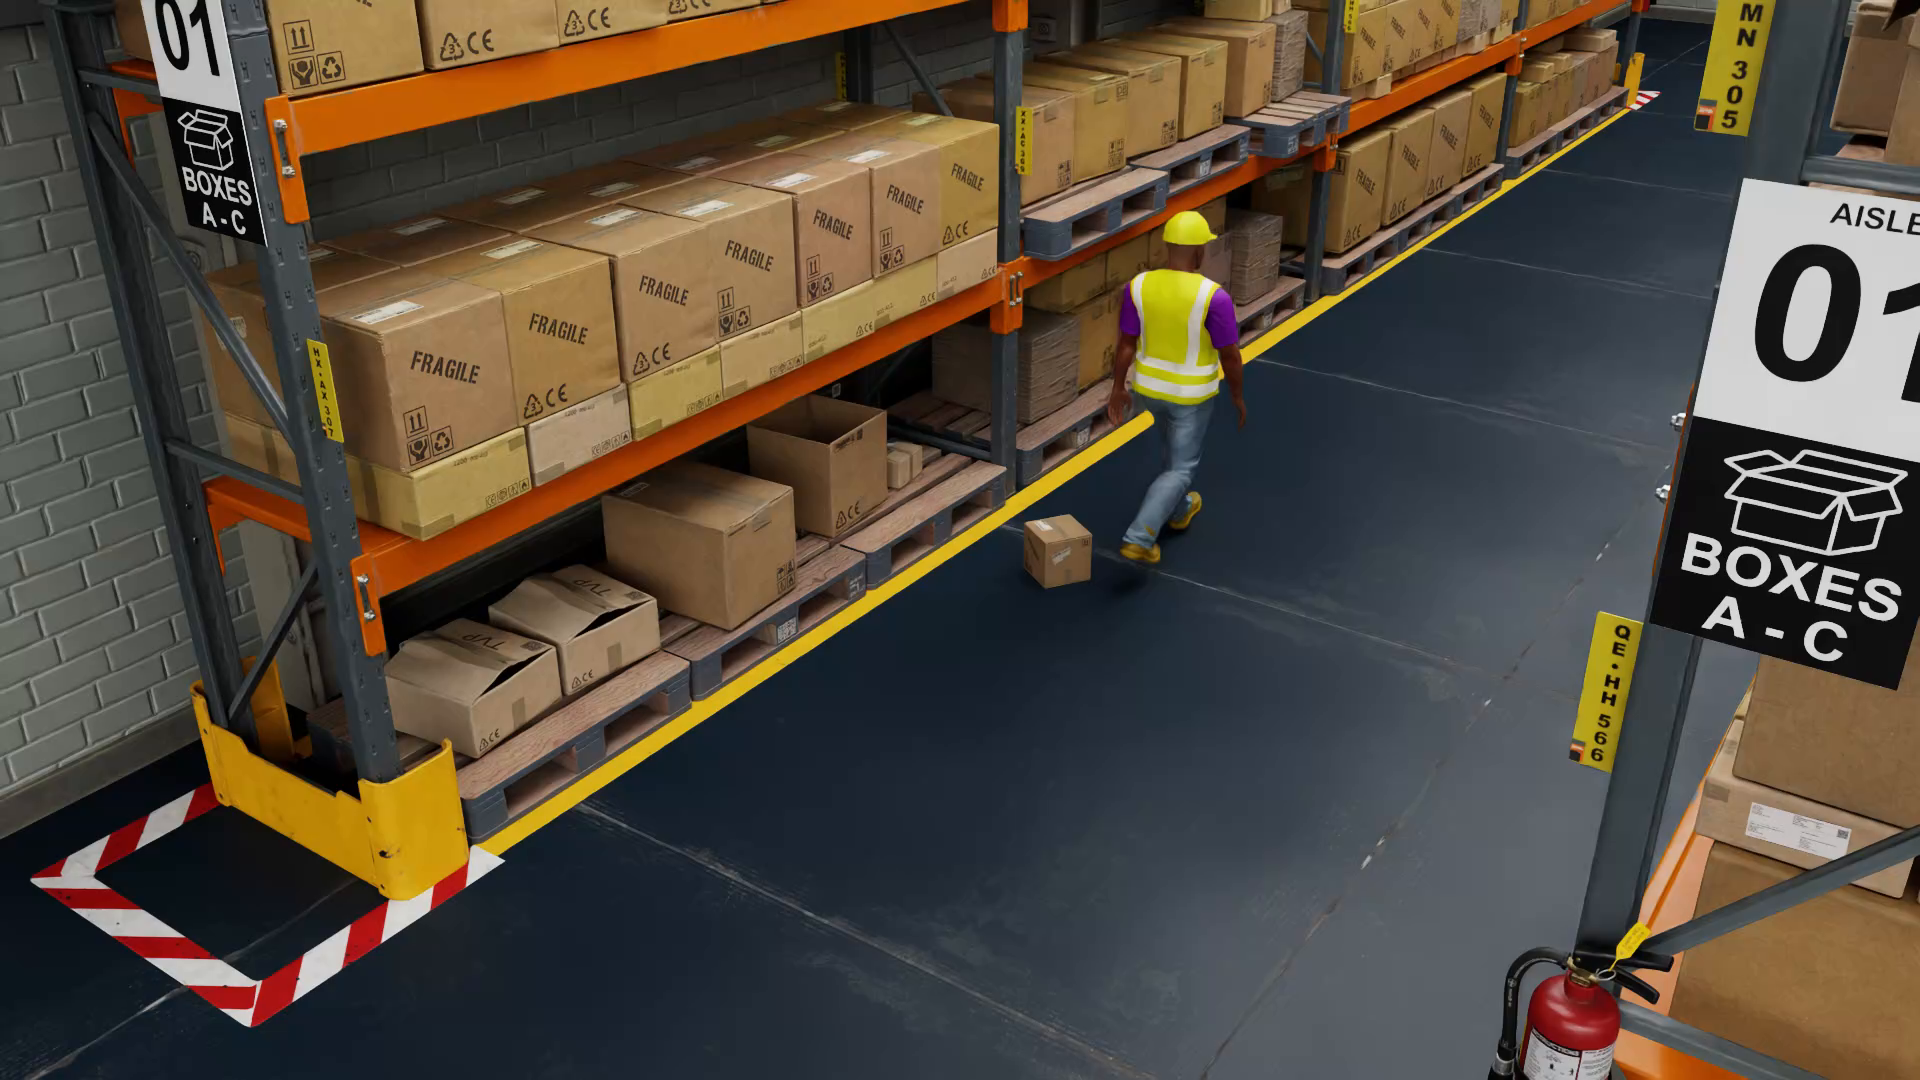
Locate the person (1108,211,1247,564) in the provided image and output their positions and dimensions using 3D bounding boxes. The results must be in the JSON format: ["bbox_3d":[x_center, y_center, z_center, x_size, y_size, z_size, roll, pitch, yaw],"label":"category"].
[{"bbox_3d":[1.060,-0.722,8.033,0.626,1.727,1.007,19,32,32],"label":"person"}]
